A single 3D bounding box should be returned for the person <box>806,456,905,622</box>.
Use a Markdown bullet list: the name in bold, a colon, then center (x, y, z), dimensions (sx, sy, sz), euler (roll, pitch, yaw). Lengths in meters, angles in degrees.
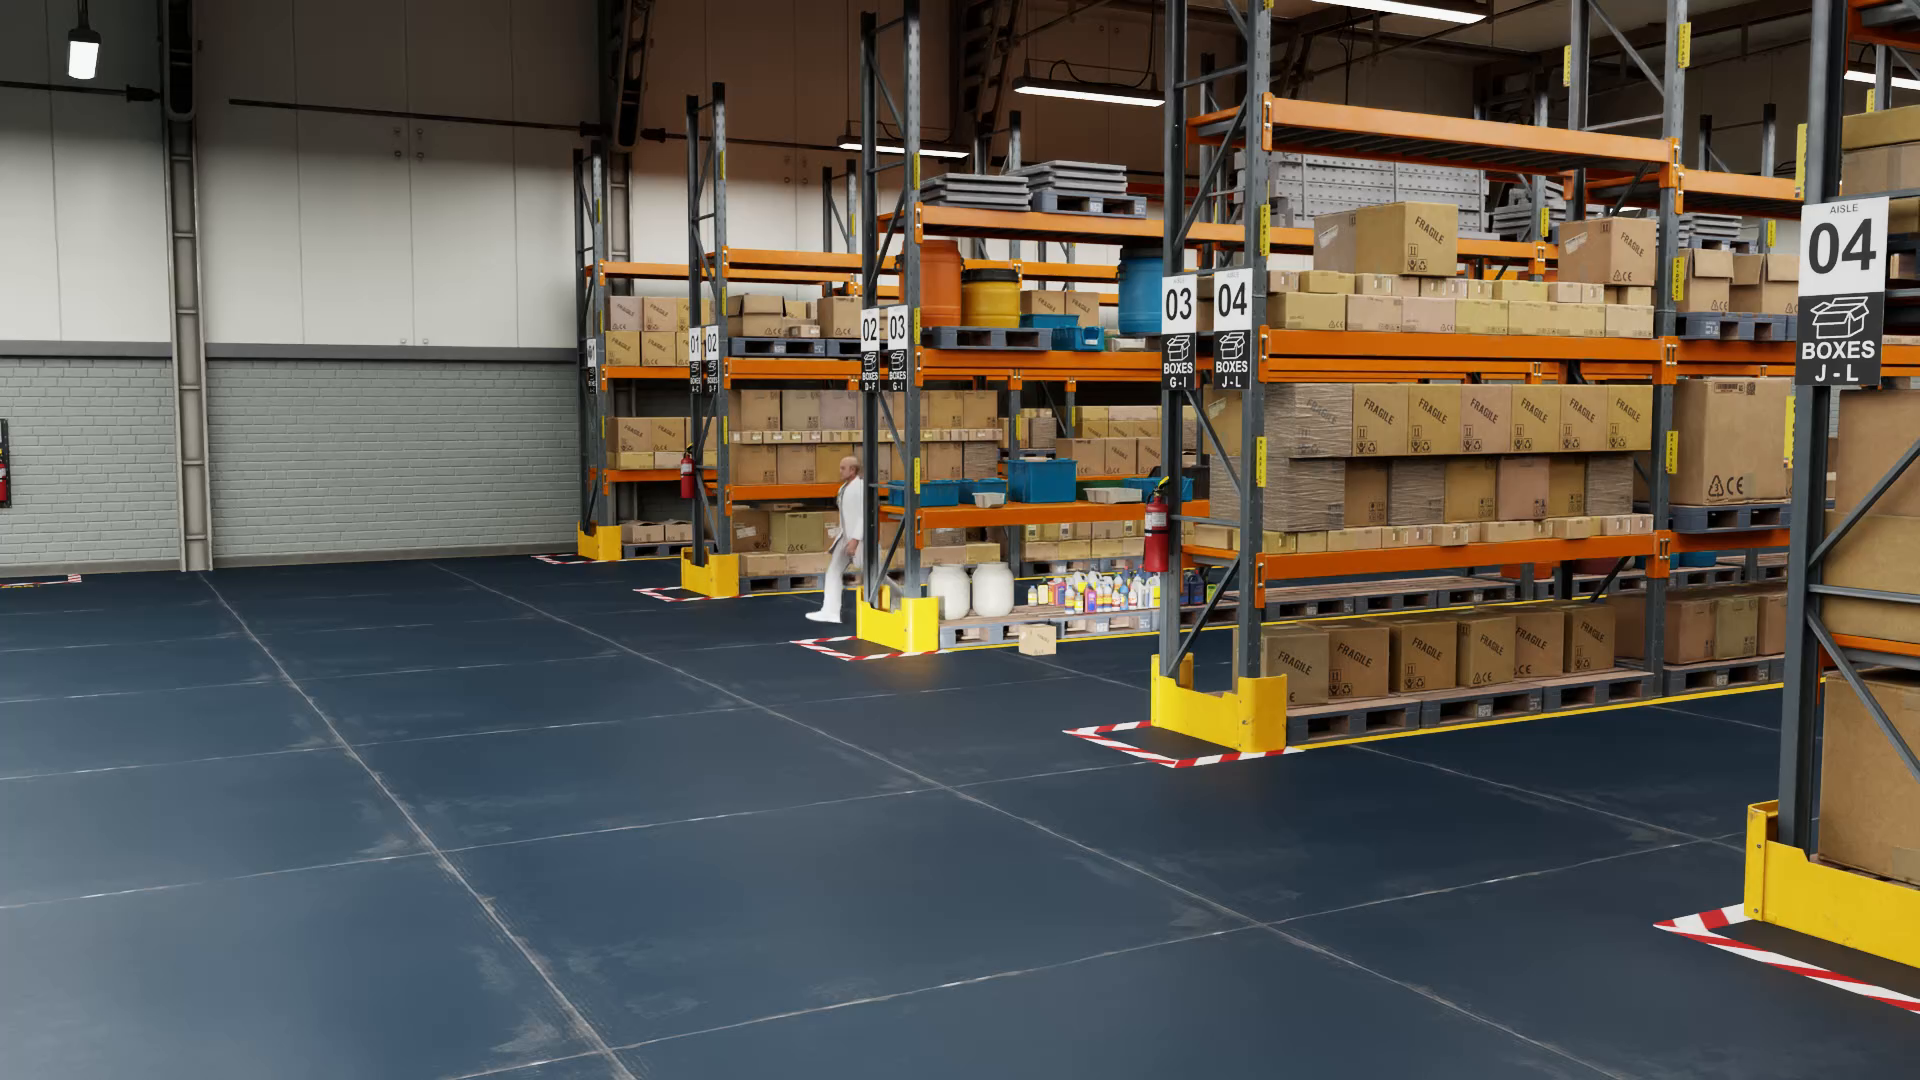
- **person**: center (-1.041, -0.006, 17.331), dimensions (1.123, 1.737, 0.635), euler (-3, 6, -31)
